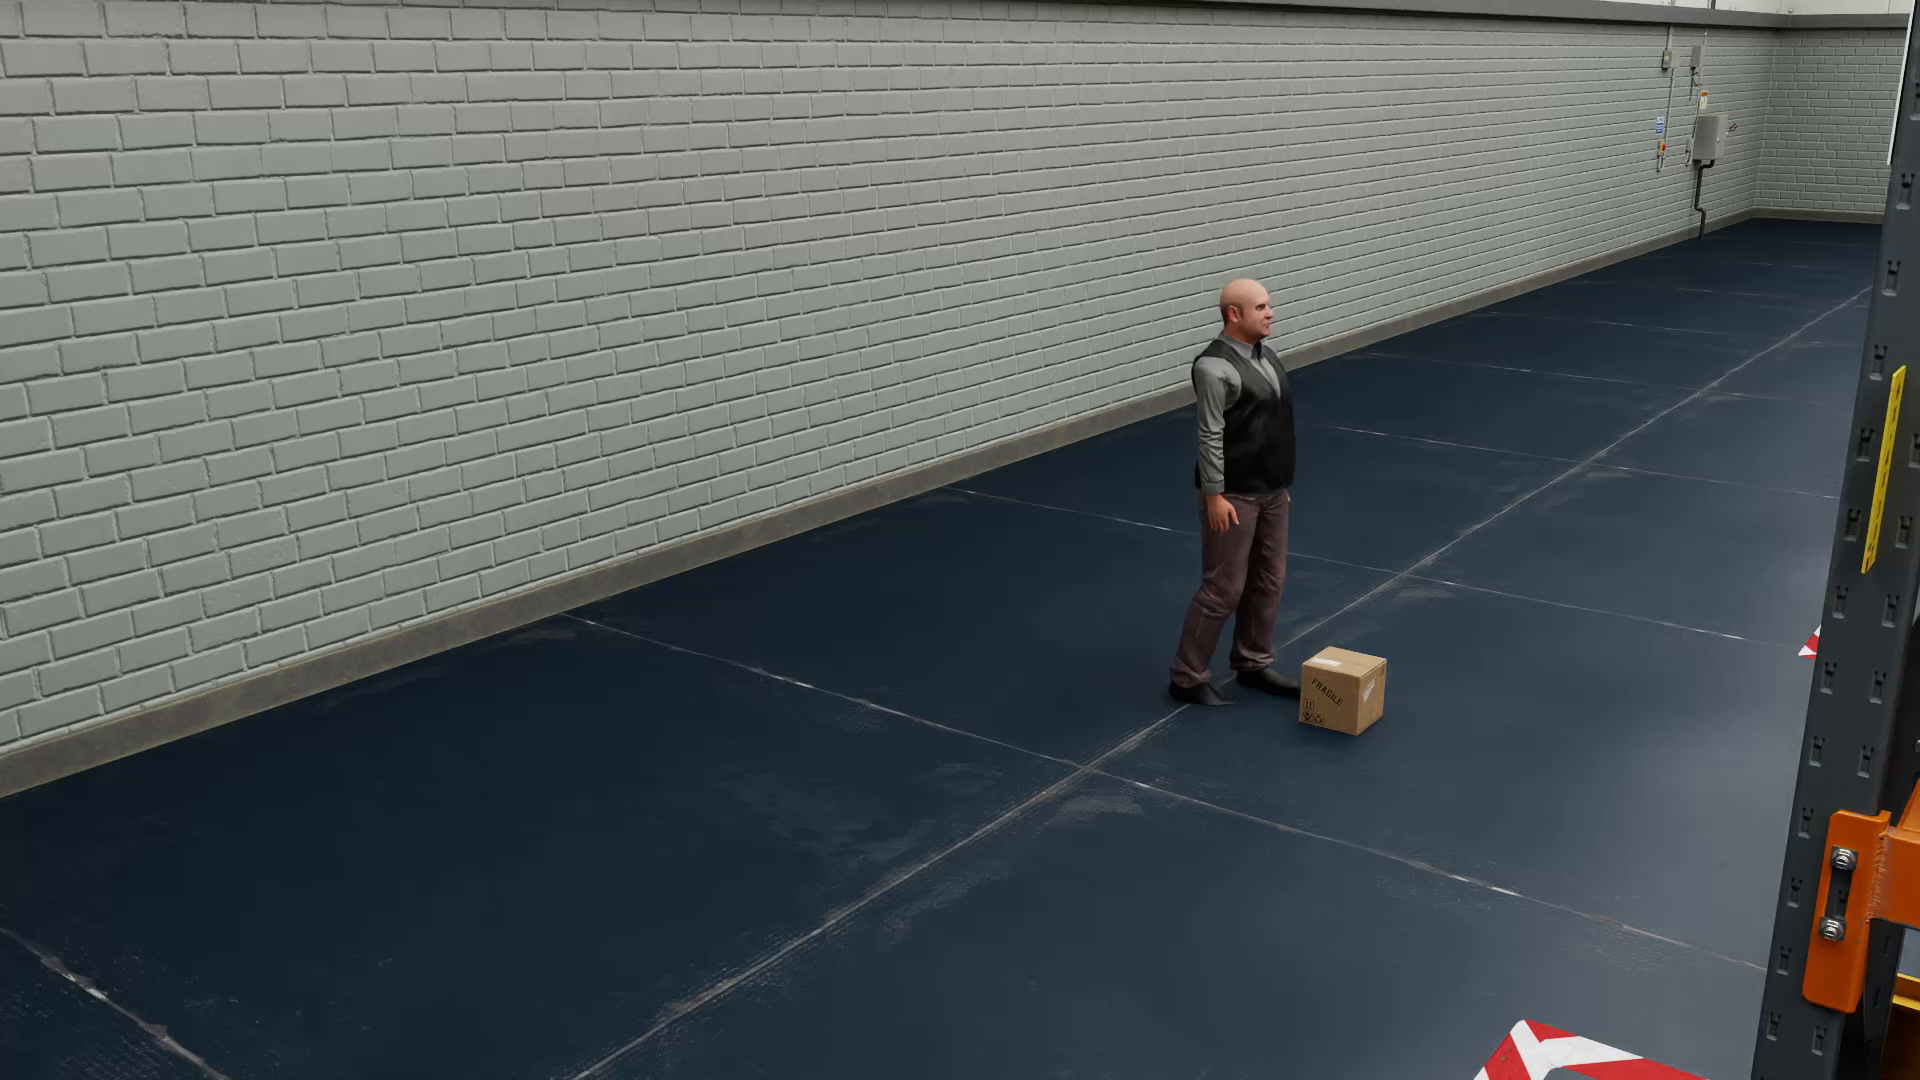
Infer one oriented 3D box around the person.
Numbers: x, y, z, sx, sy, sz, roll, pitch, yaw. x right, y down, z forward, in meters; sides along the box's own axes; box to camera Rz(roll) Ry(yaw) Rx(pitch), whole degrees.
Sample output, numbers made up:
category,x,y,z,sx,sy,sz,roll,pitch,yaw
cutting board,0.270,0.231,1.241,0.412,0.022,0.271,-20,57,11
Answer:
category,x,y,z,sx,sy,sz,roll,pitch,yaw
person,1.167,-0.167,6.719,0.452,1.760,0.540,13,21,36
